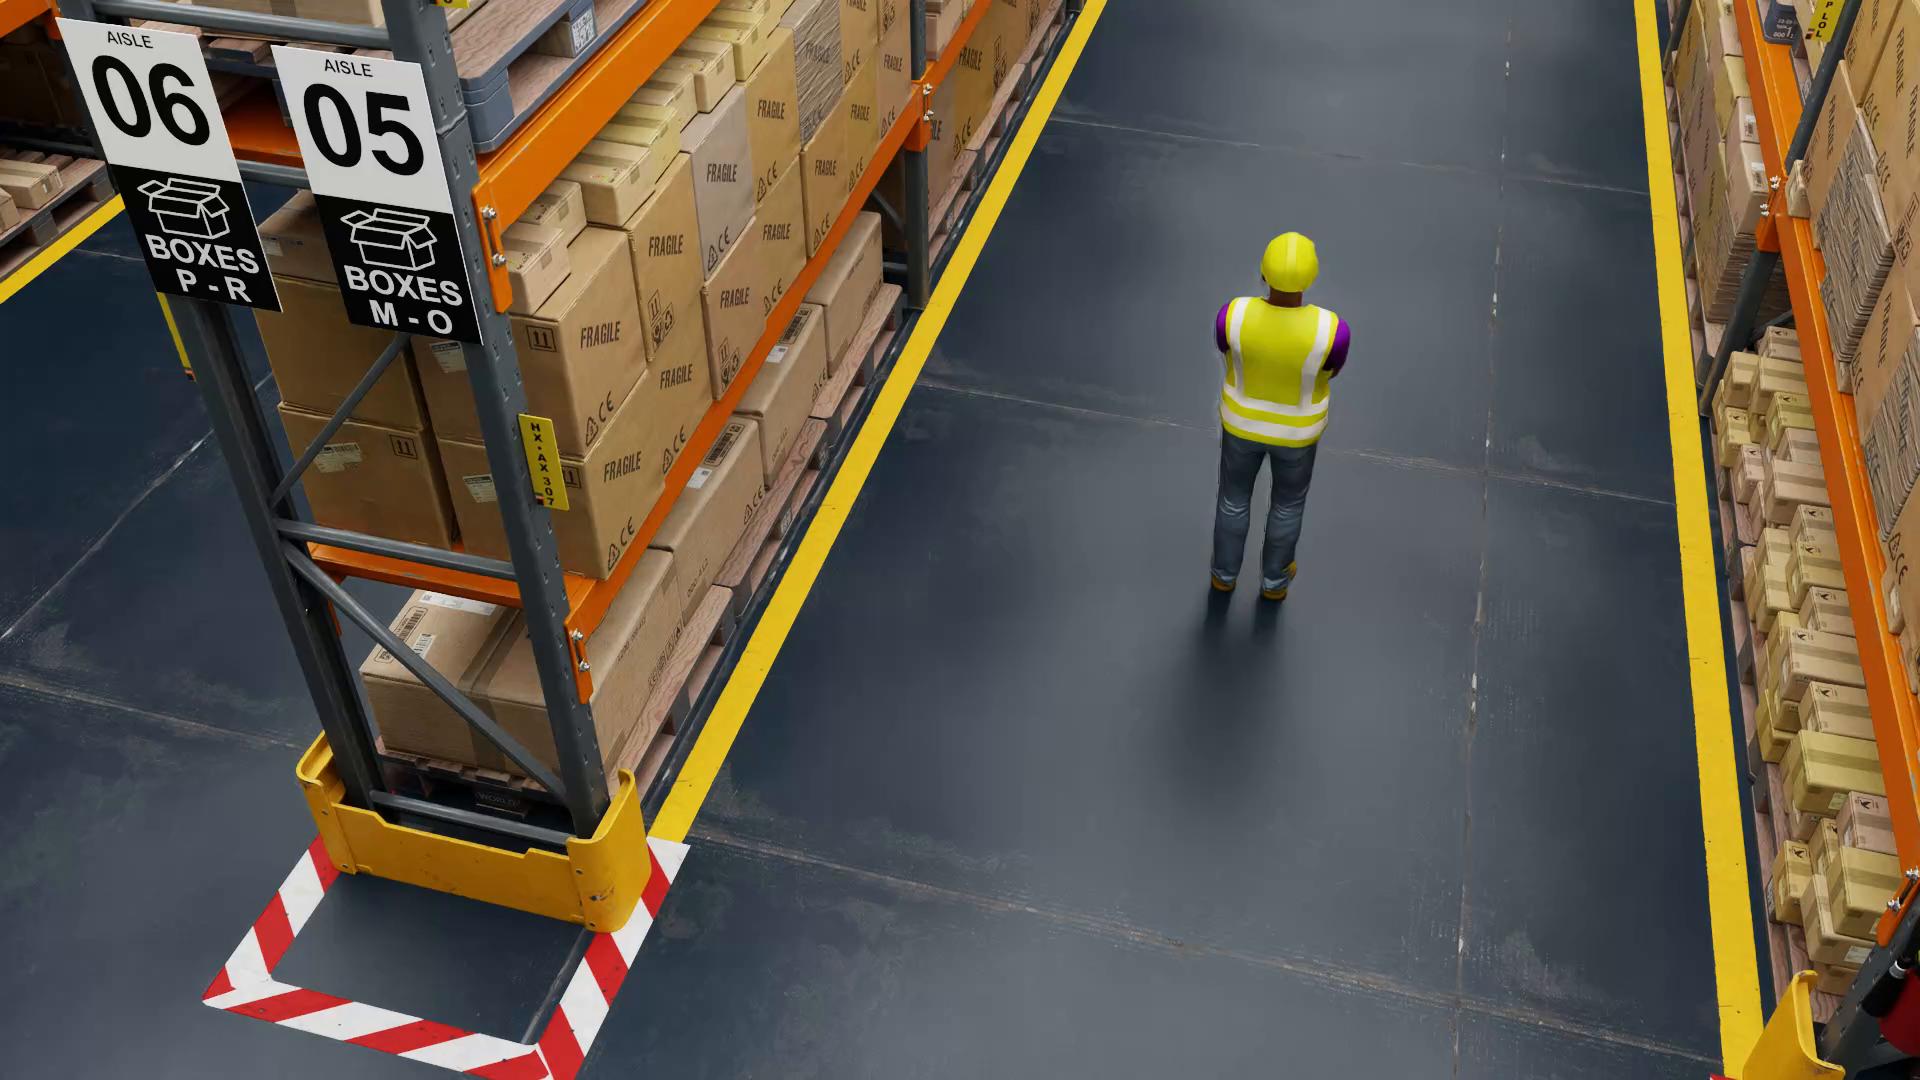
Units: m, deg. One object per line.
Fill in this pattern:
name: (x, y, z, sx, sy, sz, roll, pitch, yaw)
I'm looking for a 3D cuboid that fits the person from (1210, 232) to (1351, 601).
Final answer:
person: (1.275, -0.534, 6.759, 0.510, 1.767, 0.575, 11, 42, 13)
